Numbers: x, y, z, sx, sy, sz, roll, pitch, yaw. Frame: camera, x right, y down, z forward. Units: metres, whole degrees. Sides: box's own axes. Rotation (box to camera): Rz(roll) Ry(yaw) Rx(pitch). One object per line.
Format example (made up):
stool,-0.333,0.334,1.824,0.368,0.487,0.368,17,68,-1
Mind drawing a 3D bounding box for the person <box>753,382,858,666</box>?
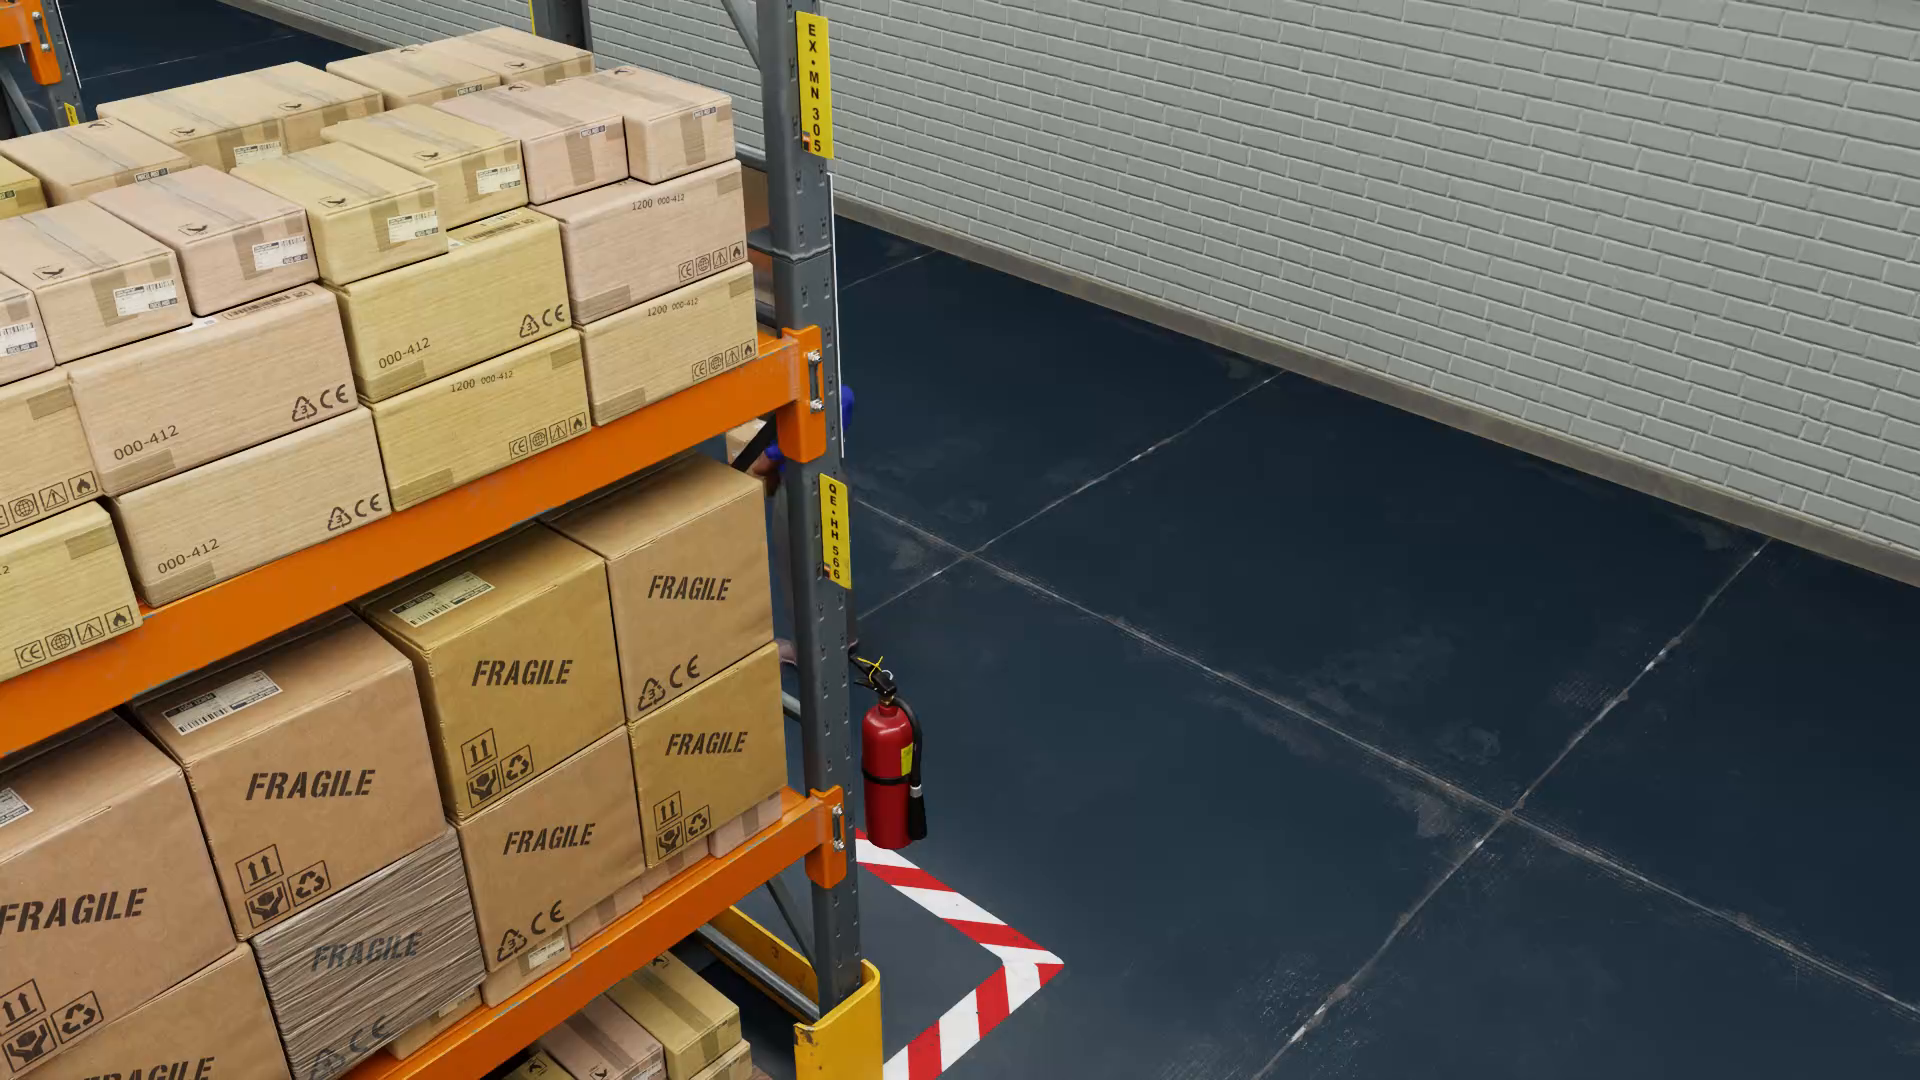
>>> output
person,-0.716,-0.201,7.467,0.456,1.655,0.507,-24,39,-34
